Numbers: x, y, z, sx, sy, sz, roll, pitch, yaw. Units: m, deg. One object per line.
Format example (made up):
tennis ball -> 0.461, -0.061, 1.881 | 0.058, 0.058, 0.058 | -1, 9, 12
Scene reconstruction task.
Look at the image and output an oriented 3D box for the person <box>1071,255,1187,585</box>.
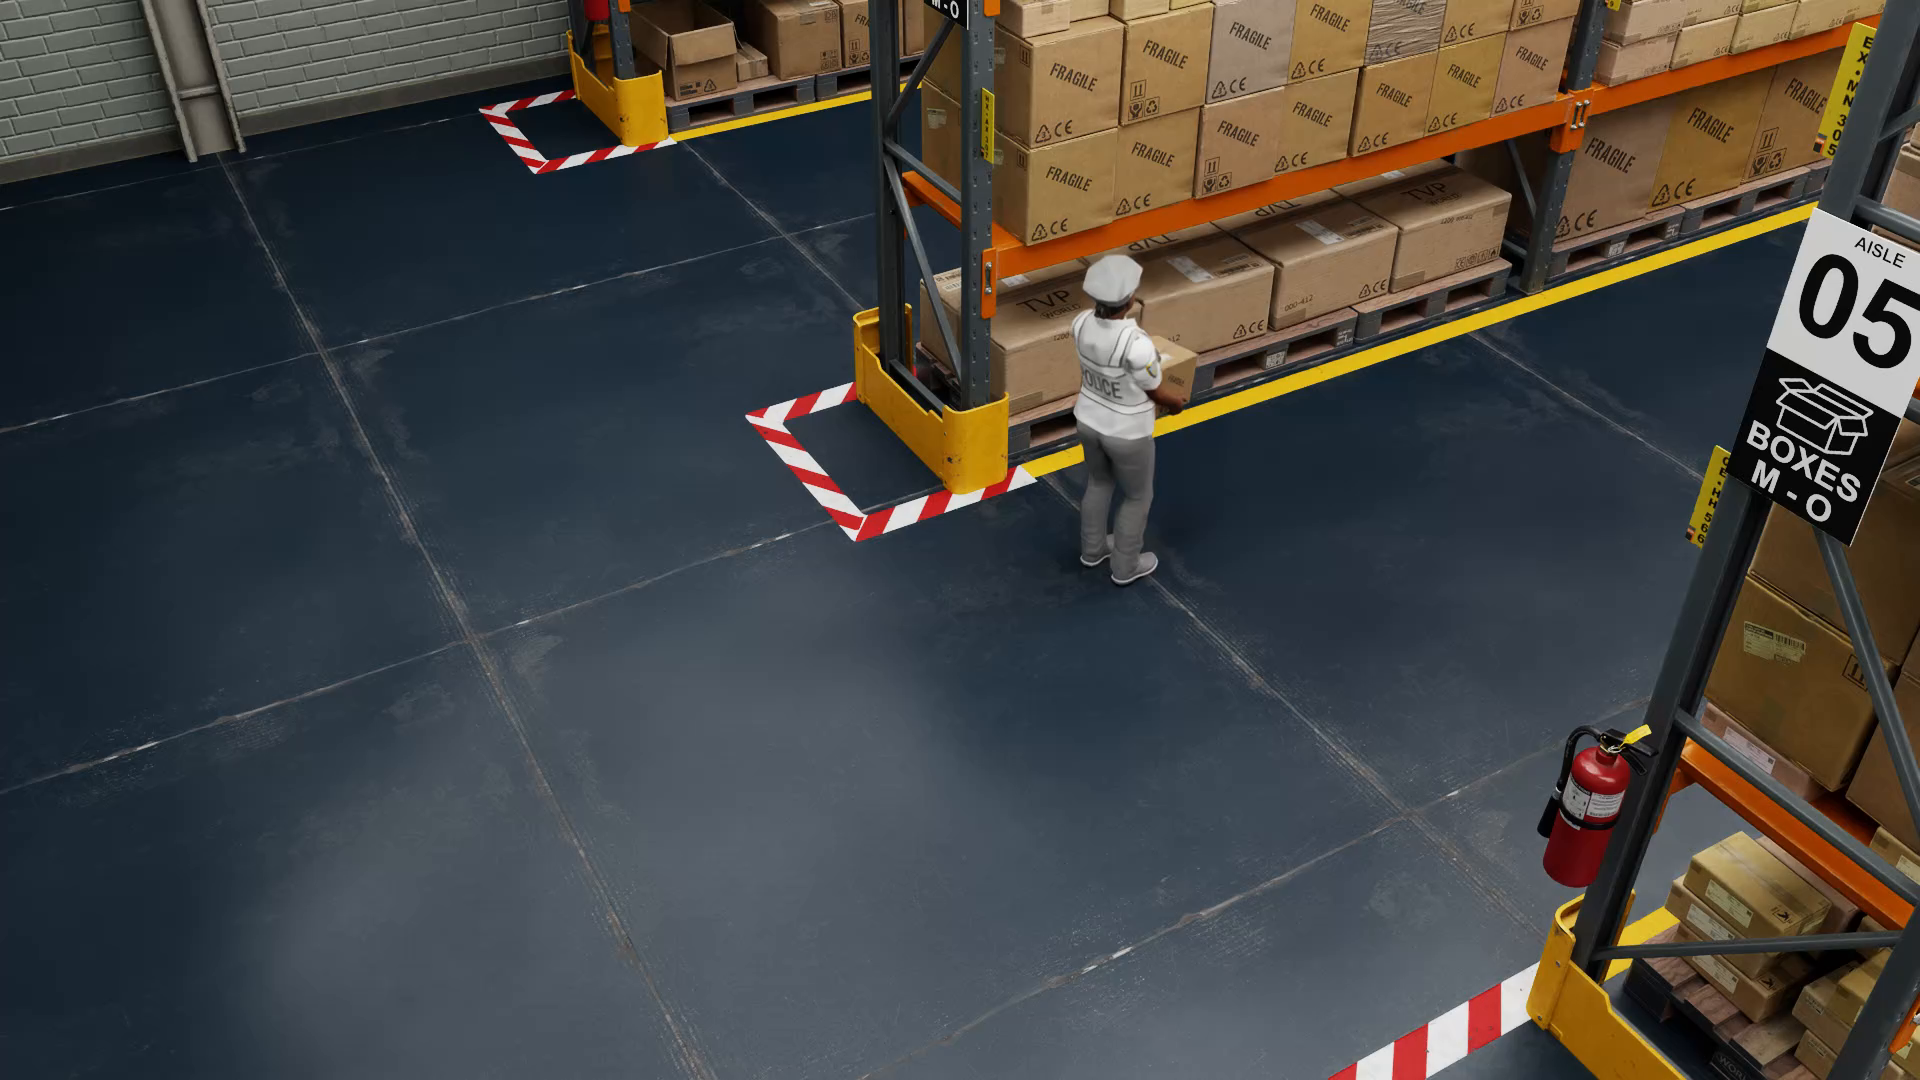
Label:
person -> 0.769, -0.555, 7.643 | 0.522, 1.689, 0.451 | -30, 46, -34
